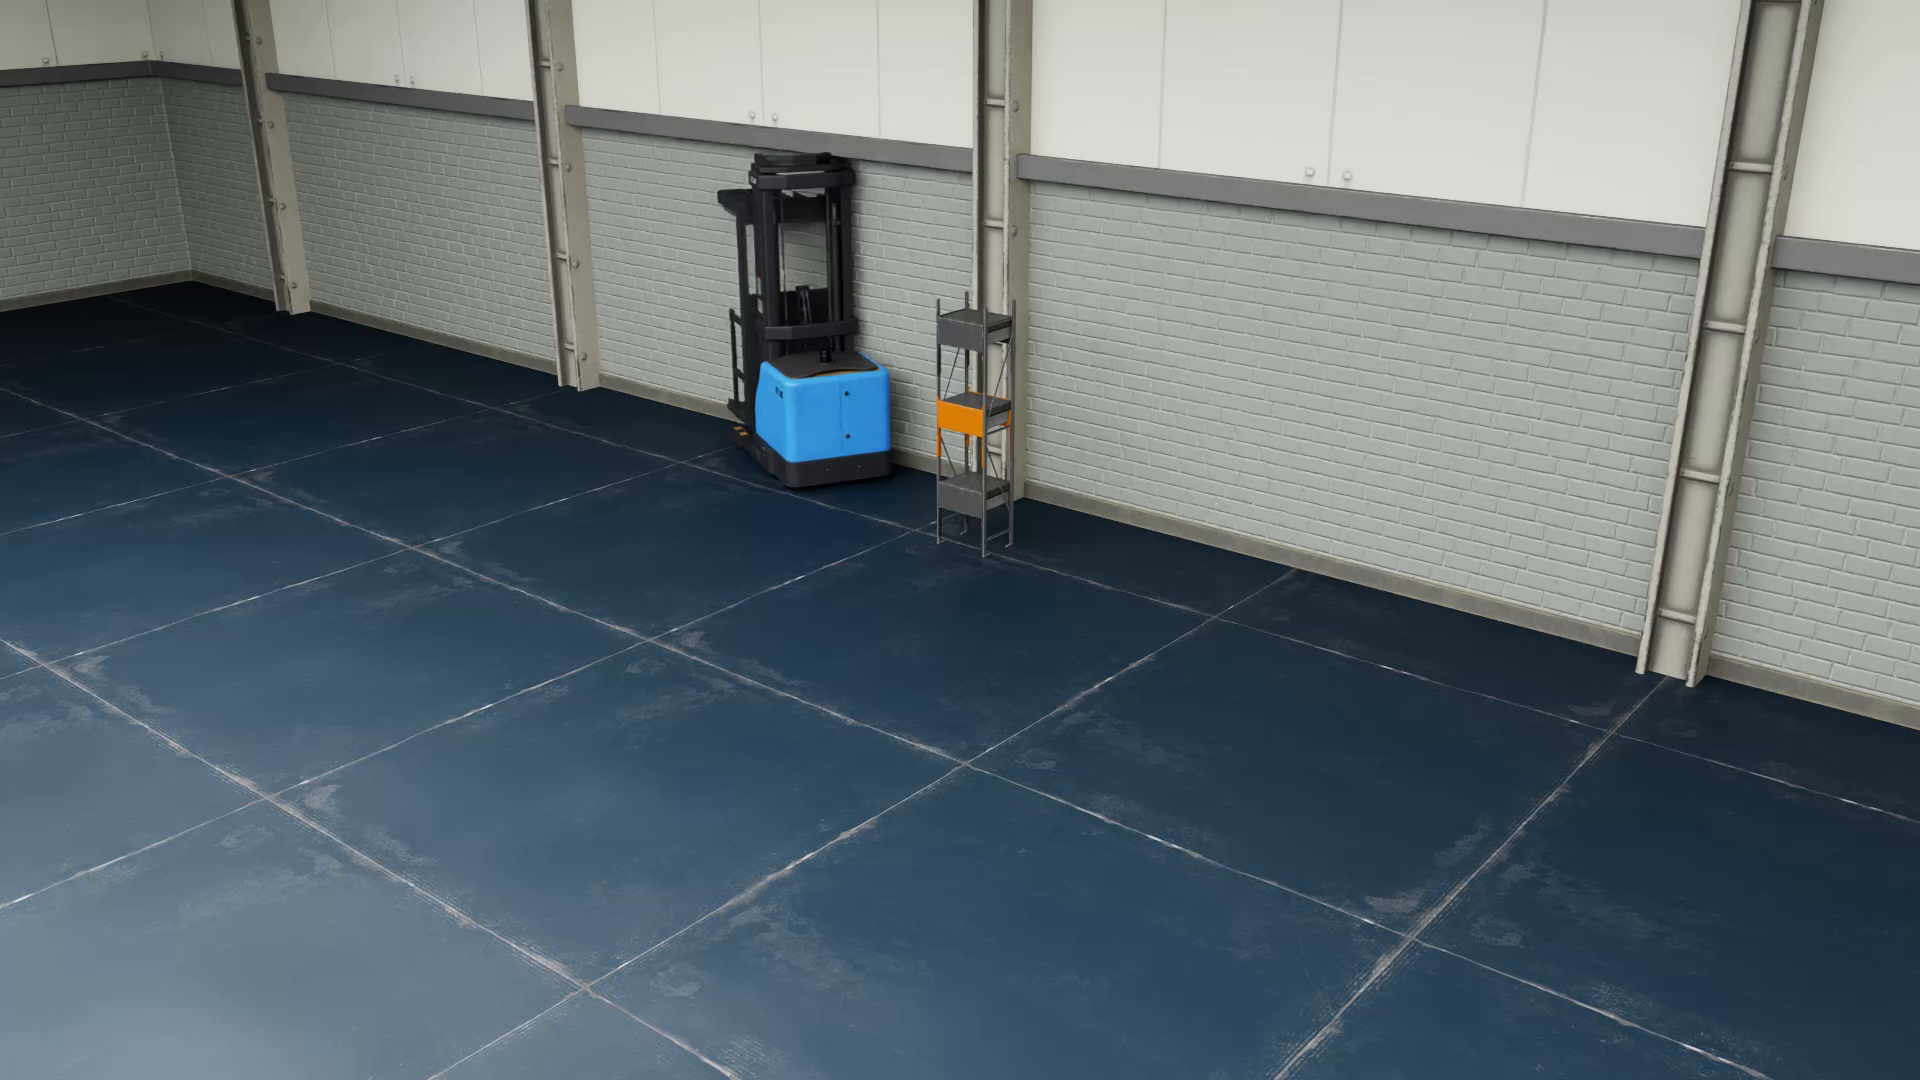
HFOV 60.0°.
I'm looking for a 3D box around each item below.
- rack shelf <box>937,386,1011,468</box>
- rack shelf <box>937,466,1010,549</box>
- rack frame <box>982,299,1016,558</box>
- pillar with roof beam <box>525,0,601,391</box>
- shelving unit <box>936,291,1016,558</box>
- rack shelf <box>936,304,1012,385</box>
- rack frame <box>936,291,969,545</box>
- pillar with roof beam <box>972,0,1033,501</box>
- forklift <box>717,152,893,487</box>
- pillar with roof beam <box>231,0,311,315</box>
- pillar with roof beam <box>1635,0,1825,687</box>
[{"bbox_3d":[0.128,-0.933,13.705,0.480,0.518,0.431,16,26,36],"label":"rack shelf"},{"bbox_3d":[0.128,-0.278,13.952,0.480,0.518,0.431,16,26,36],"label":"rack shelf"},{"bbox_3d":[0.317,-0.891,13.555,0.015,2.100,0.400,16,26,36],"label":"rack frame"},{"bbox_3d":[-7.016,-4.779,14.087,0.400,9.000,9.100,16,26,36],"label":"pillar with roof beam"},{"bbox_3d":[0.128,-0.946,13.700,0.503,2.100,0.431,16,26,36],"label":"shelving unit"},{"bbox_3d":[0.128,-1.588,13.458,0.480,0.518,0.431,16,26,36],"label":"rack shelf"},{"bbox_3d":[-0.061,-1.000,13.844,0.015,2.100,0.400,16,26,36],"label":"rack frame"},{"bbox_3d":[-2.368,-3.440,10.537,0.400,9.000,9.100,16,26,36],"label":"pillar with roof beam"},{"bbox_3d":[-1.674,-2.337,16.211,1.130,2.935,3.031,-9,22,-22],"label":"forklift"},{"bbox_3d":[-11.664,-6.117,17.637,0.400,9.000,9.100,16,26,36],"label":"pillar with roof beam"},{"bbox_3d":[2.281,-2.102,6.988,0.400,9.000,9.100,16,26,36],"label":"pillar with roof beam"}]
